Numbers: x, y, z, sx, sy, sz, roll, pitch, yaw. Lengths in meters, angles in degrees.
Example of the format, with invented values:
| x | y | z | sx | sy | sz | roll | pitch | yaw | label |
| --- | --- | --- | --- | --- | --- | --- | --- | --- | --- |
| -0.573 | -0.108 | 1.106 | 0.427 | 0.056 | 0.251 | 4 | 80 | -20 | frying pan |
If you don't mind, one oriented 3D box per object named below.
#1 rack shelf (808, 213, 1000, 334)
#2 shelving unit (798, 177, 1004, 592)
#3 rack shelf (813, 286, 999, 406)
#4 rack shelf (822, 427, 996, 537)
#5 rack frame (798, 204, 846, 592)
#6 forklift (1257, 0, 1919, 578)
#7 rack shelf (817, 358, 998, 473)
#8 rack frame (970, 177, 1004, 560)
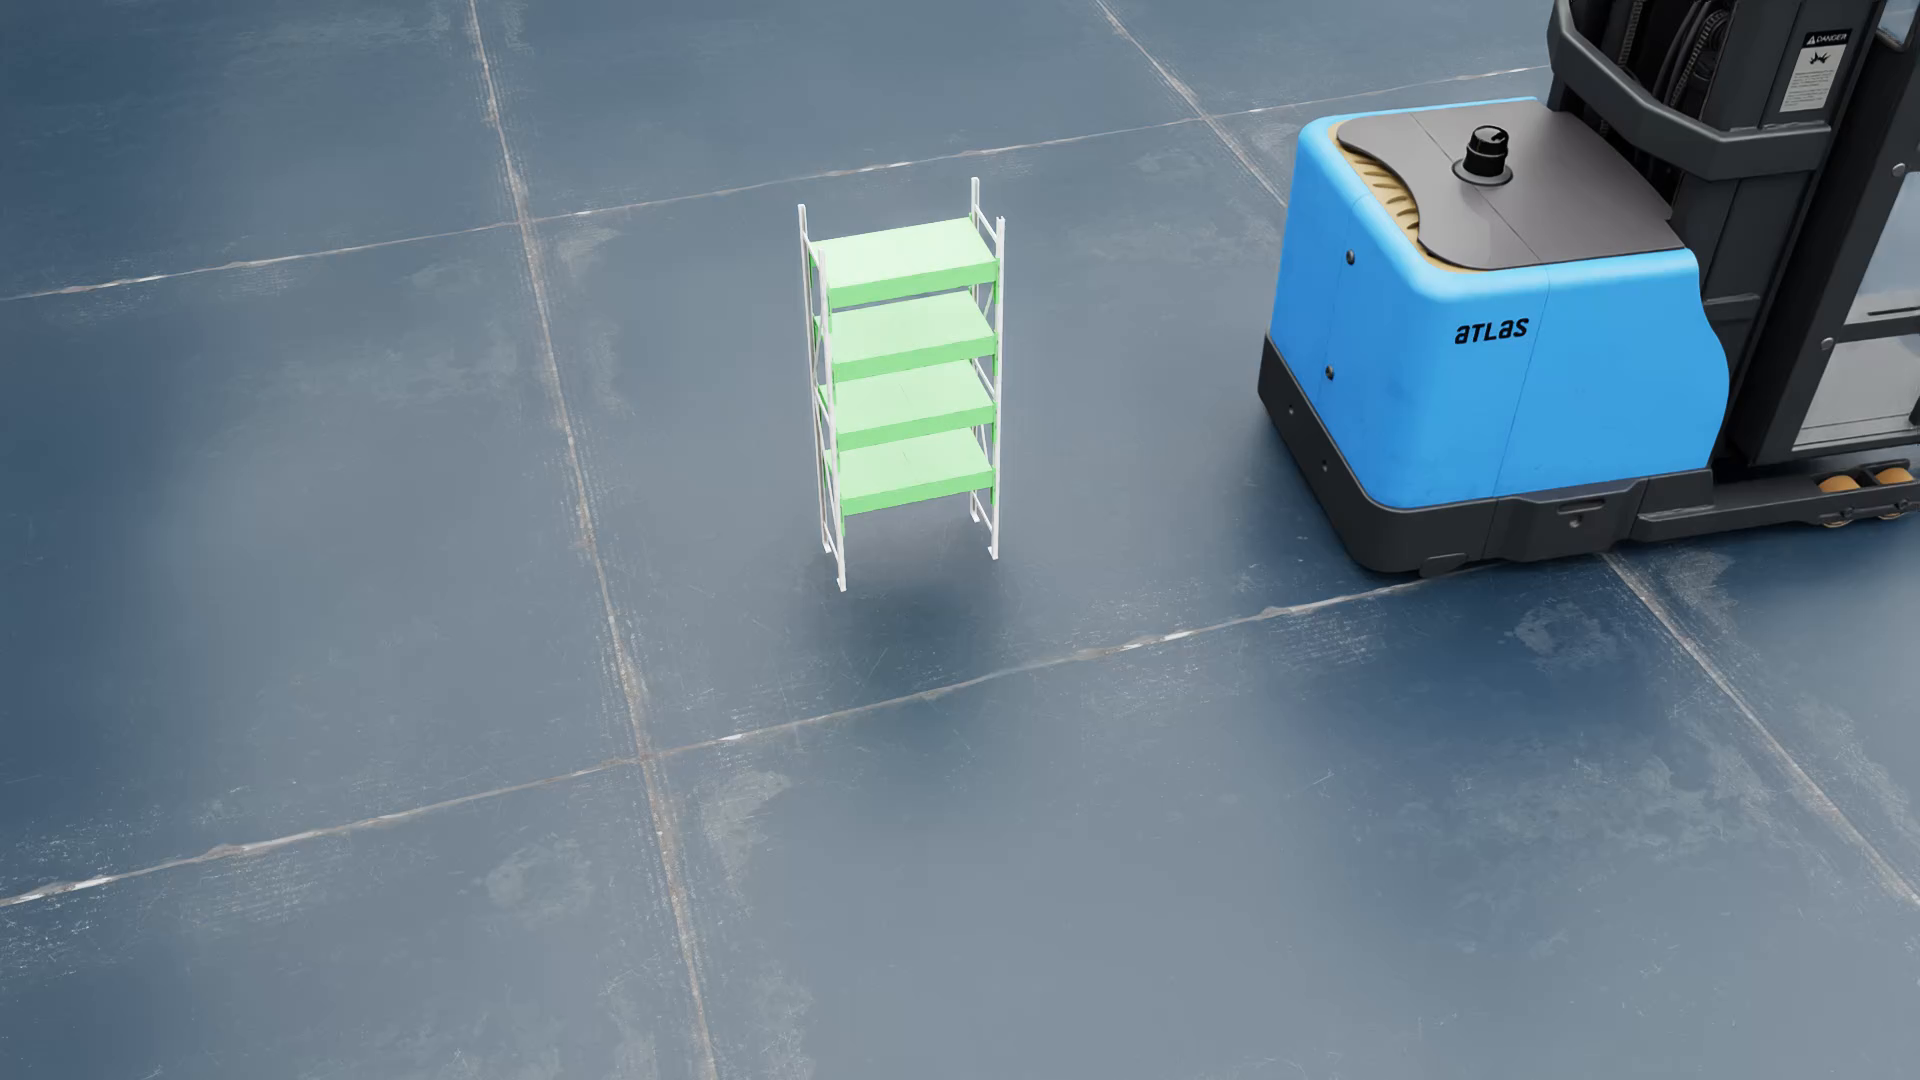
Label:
| x | y | z | sx | sy | sz | roll | pitch | yaw | label |
| --- | --- | --- | --- | --- | --- | --- | --- | --- | --- |
| -0.158 | -0.733 | 4.544 | 0.480 | 0.148 | 0.258 | -12 | 42 | -13 | rack shelf |
| -0.158 | -0.419 | 4.818 | 0.503 | 1.200 | 0.258 | -12 | 42 | -13 | shelving unit |
| -0.158 | -0.552 | 4.702 | 0.480 | 0.148 | 0.258 | -12 | 42 | -13 | rack shelf |
| -0.158 | -0.190 | 5.018 | 0.480 | 0.148 | 0.258 | -12 | 42 | -13 | rack shelf |
| -0.391 | -0.371 | 4.763 | 0.015 | 1.200 | 0.240 | -12 | 42 | -13 | rack frame |
| 2.594 | -1.478 | 4.714 | 3.031 | 2.935 | 1.130 | -8 | 42 | -9 | forklift |
| -0.158 | -0.371 | 4.860 | 0.480 | 0.148 | 0.258 | -12 | 42 | -13 | rack shelf |
| 0.075 | -0.467 | 4.873 | 0.015 | 1.200 | 0.240 | -12 | 42 | -13 | rack frame |
